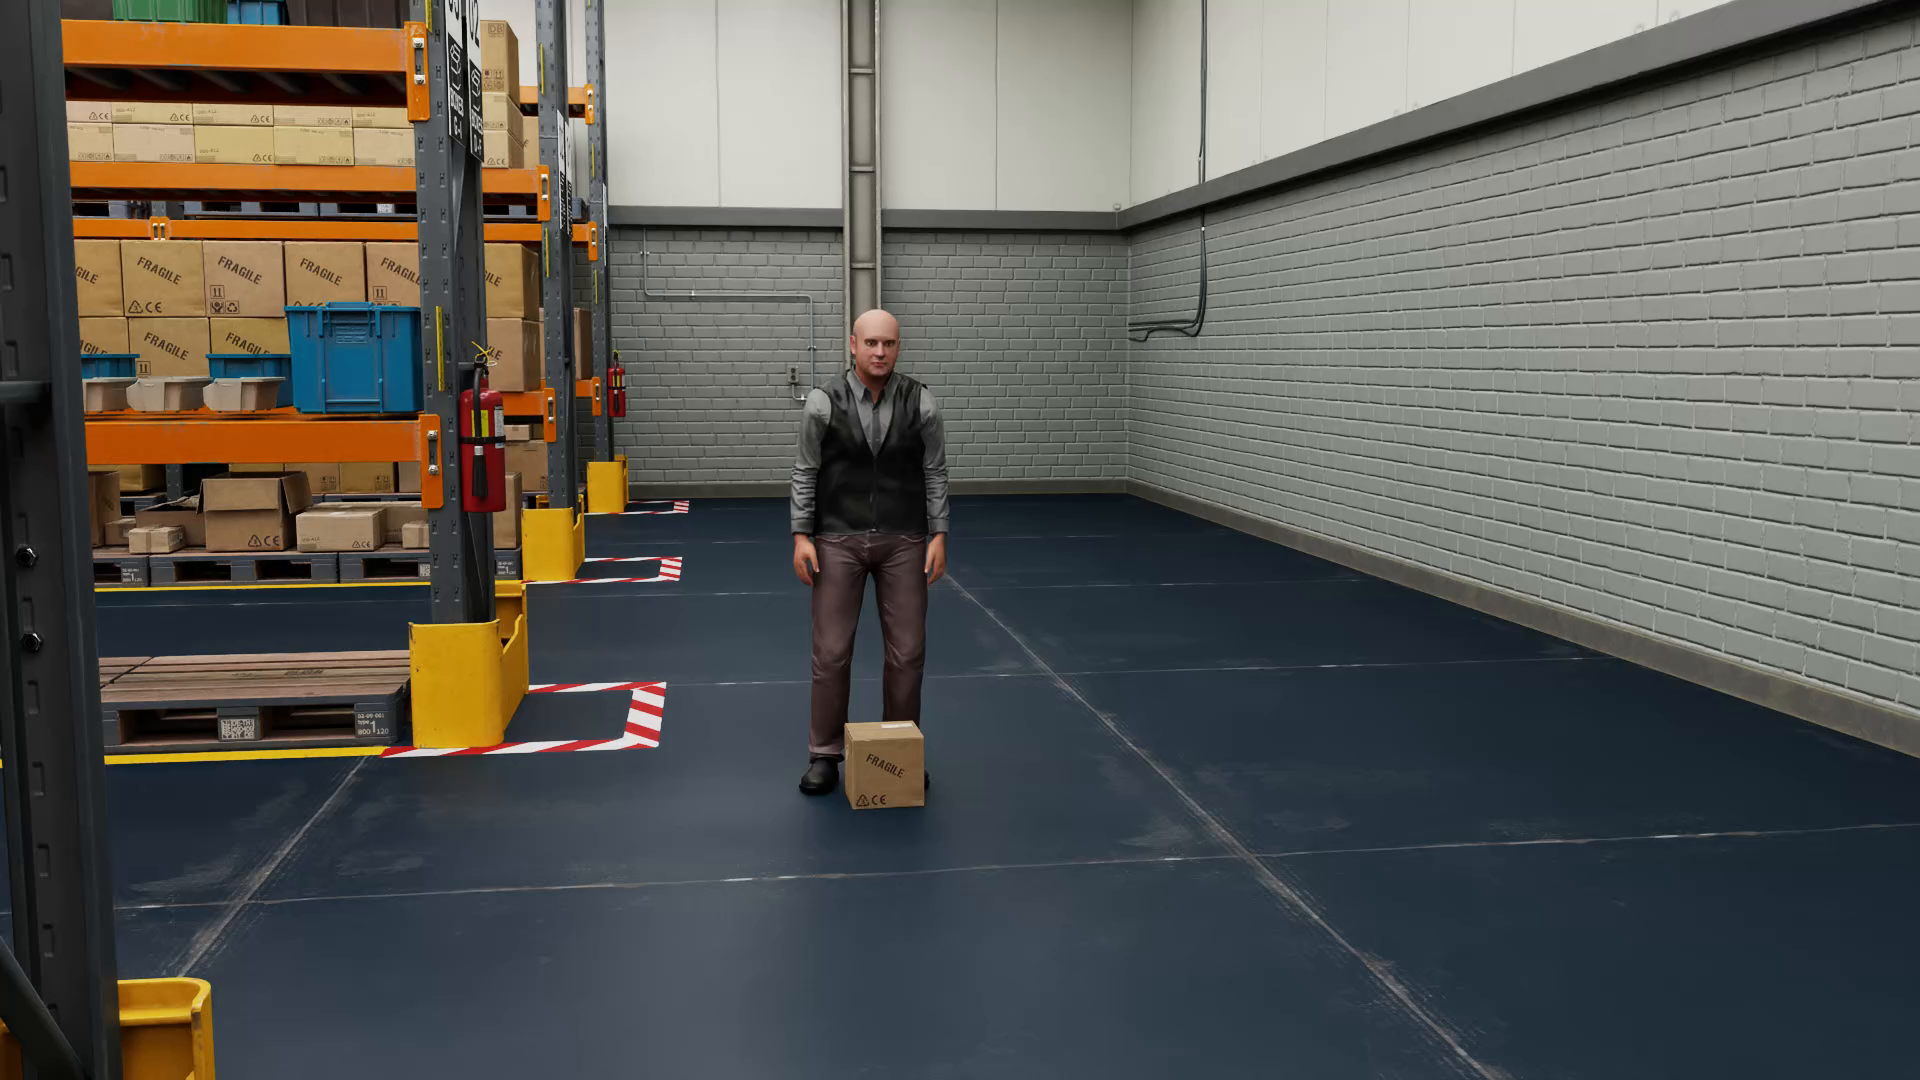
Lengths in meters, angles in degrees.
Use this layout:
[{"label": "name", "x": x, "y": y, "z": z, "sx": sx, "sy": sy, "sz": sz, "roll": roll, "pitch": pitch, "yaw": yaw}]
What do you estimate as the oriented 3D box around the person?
[{"label": "person", "x": -0.326, "y": 0.030, "z": 6.057, "sx": 0.579, "sy": 1.720, "sz": 0.420, "roll": -1, "pitch": 7, "yaw": -9}]
